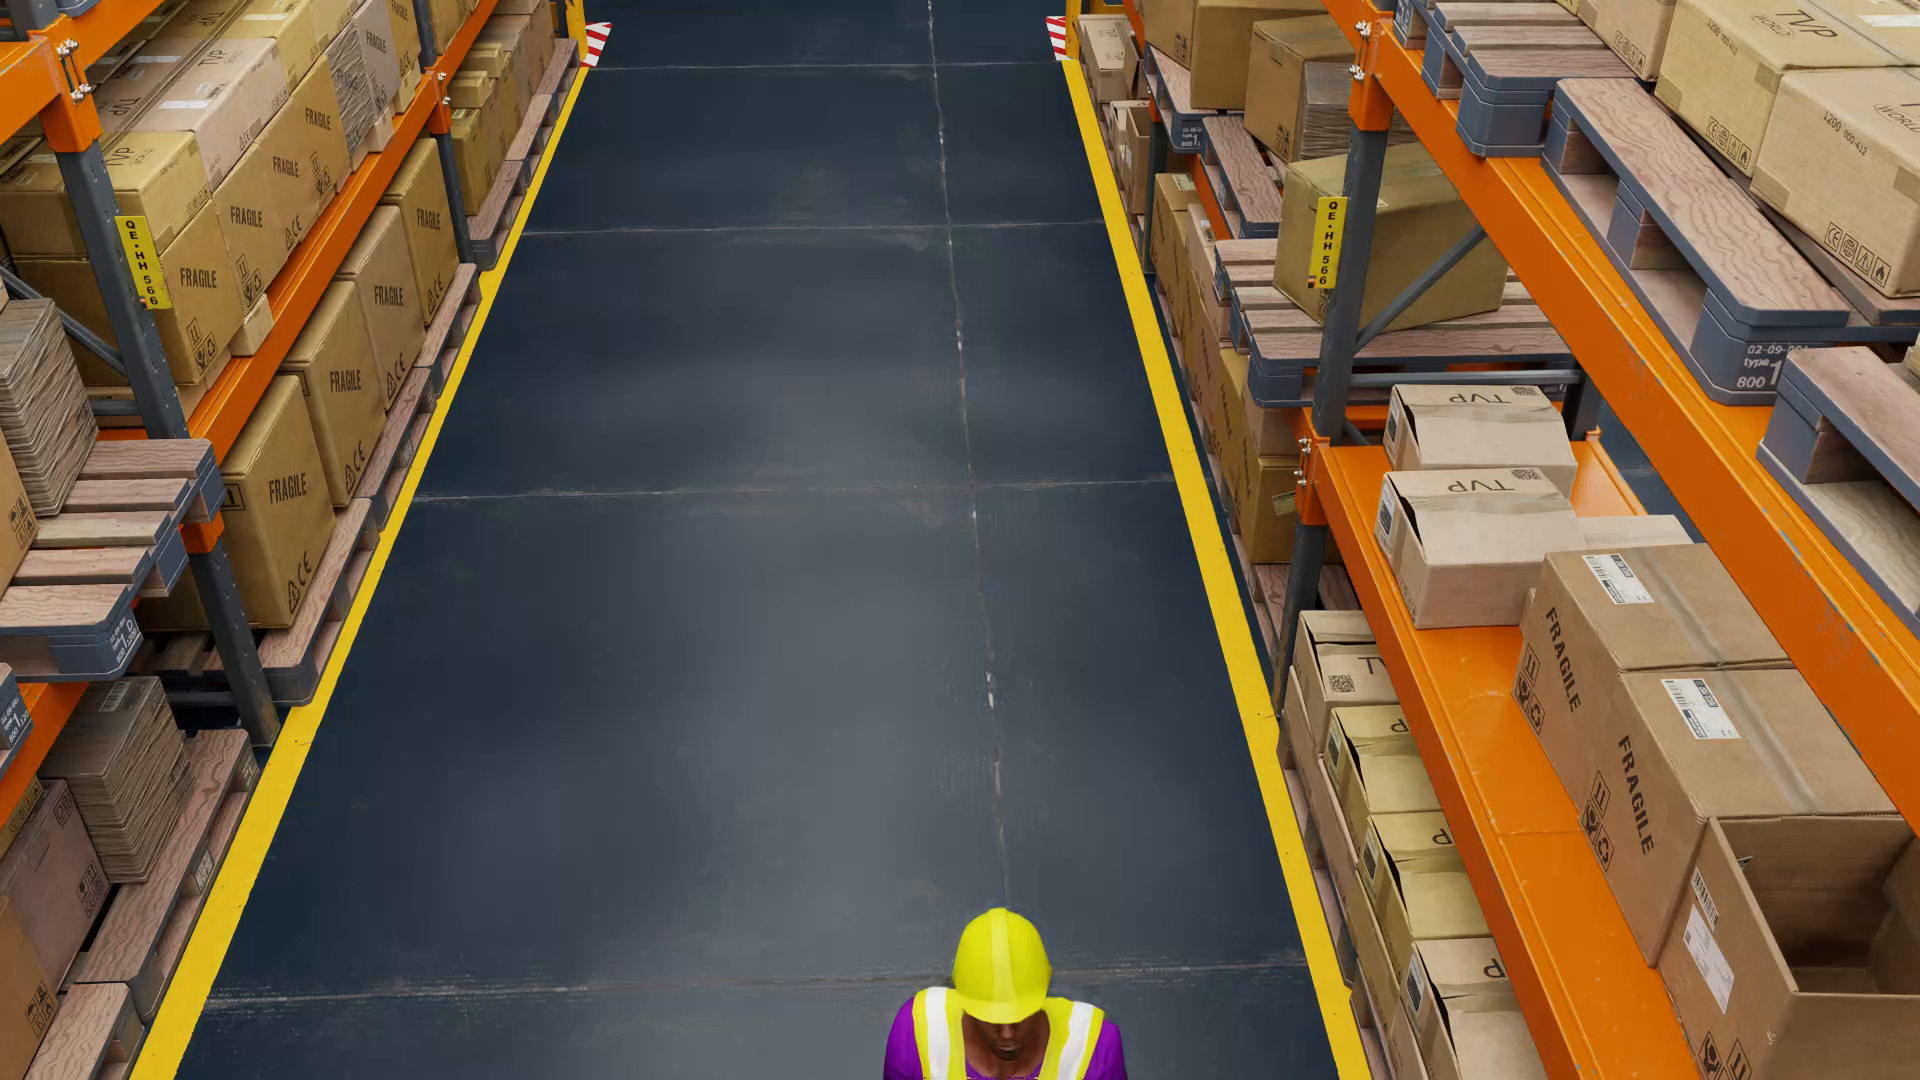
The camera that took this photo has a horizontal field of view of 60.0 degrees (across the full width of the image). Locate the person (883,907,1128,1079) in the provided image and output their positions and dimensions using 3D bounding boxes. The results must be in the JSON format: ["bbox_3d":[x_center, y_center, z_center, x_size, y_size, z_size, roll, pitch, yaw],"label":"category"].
[{"bbox_3d":[0.096,1.523,3.909,0.578,1.752,0.561,4,35,6],"label":"person"}]
